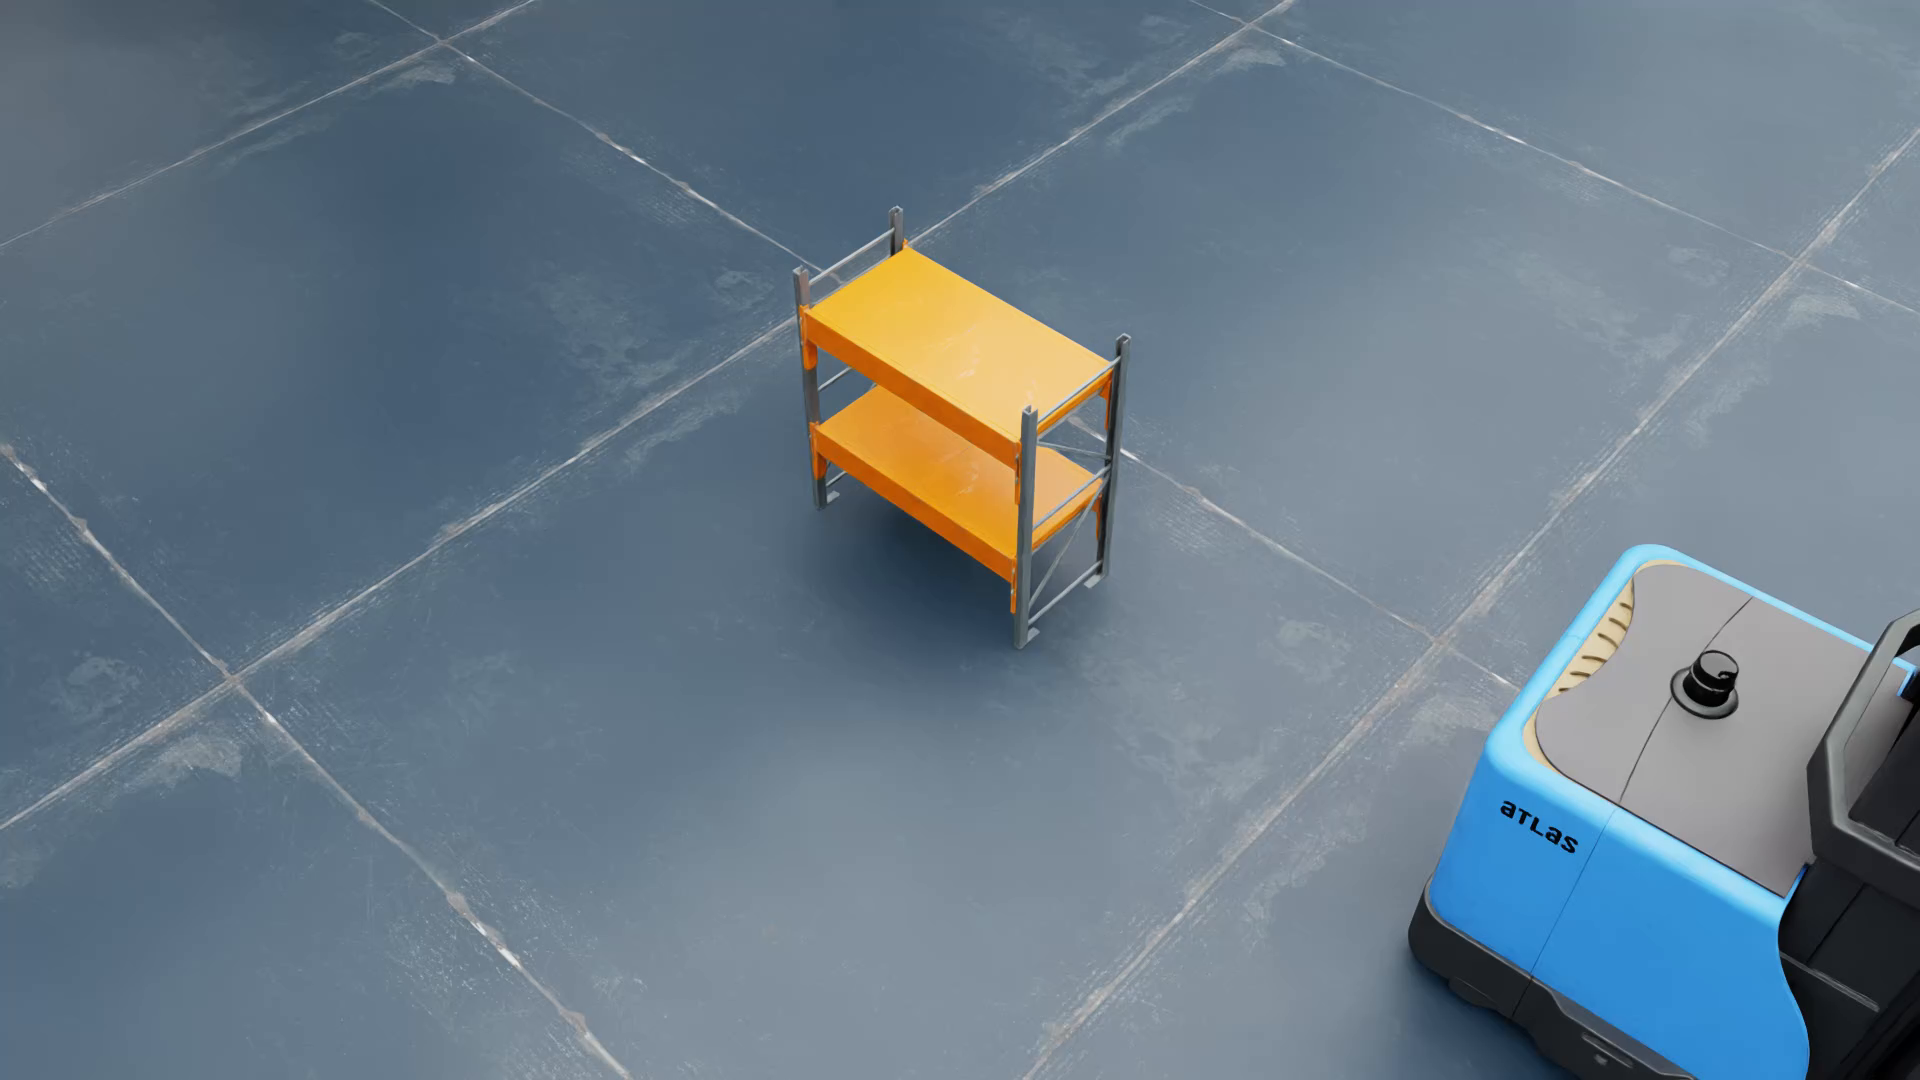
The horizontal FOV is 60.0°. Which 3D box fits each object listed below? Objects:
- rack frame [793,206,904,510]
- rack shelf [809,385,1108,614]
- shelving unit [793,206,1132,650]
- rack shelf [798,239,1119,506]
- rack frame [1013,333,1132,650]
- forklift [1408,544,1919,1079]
[{"bbox_3d":[-0.379,-0.640,6.079,0.032,1.125,0.500,34,55,28],"label":"rack frame"},{"bbox_3d":[-0.005,-0.221,6.021,1.000,0.278,0.538,34,55,28],"label":"rack shelf"},{"bbox_3d":[-0.005,-0.388,5.843,1.048,1.125,0.538,34,55,28],"label":"shelving unit"},{"bbox_3d":[-0.005,-0.589,5.630,1.000,0.278,0.538,34,55,28],"label":"rack shelf"},{"bbox_3d":[0.369,-0.137,5.607,0.032,1.125,0.500,34,55,28],"label":"rack frame"},{"bbox_3d":[2.814,0.669,3.611,3.031,2.935,1.130,31,54,26],"label":"forklift"}]
